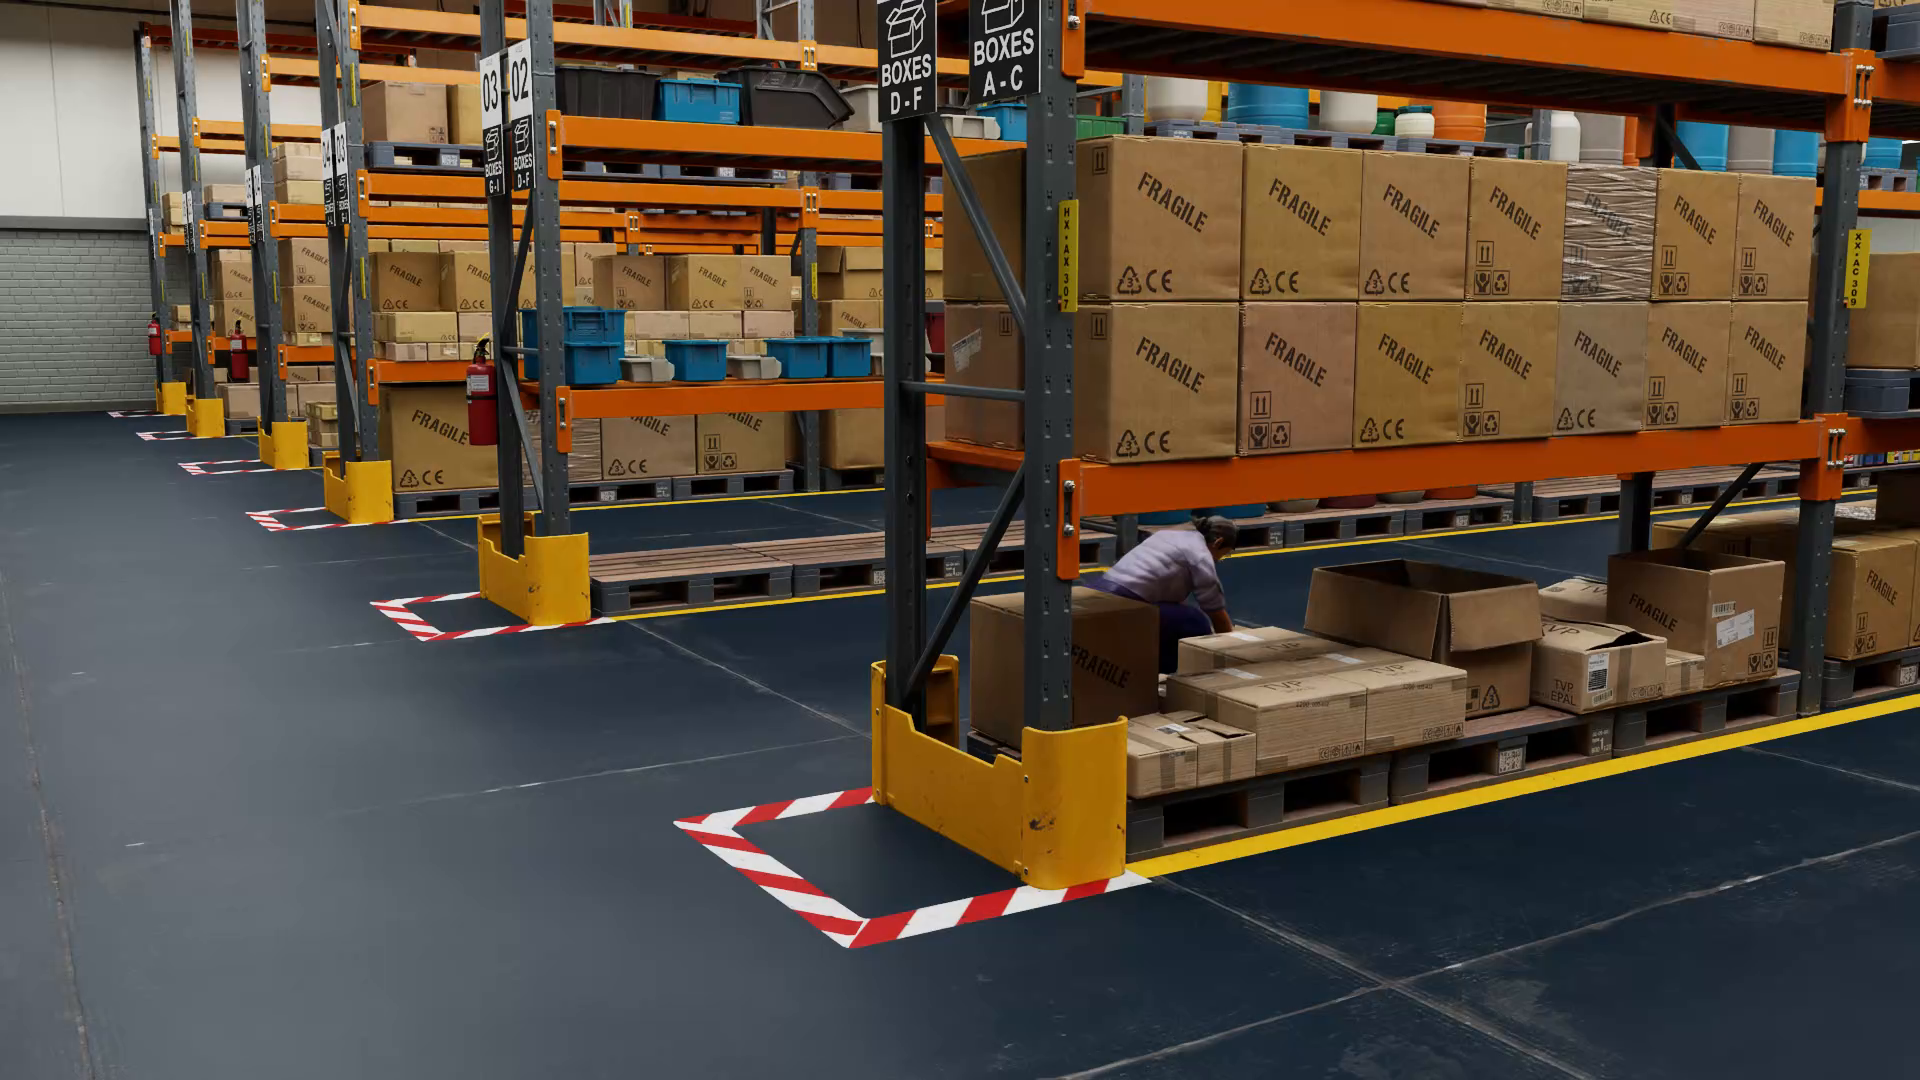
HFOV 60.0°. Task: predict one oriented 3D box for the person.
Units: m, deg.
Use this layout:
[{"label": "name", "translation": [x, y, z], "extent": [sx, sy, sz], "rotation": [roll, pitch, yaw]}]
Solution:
[{"label": "person", "translation": [0.952, 0.302, 7.791], "extent": [0.849, 0.802, 0.529], "rotation": [-3, 9, -19]}]
